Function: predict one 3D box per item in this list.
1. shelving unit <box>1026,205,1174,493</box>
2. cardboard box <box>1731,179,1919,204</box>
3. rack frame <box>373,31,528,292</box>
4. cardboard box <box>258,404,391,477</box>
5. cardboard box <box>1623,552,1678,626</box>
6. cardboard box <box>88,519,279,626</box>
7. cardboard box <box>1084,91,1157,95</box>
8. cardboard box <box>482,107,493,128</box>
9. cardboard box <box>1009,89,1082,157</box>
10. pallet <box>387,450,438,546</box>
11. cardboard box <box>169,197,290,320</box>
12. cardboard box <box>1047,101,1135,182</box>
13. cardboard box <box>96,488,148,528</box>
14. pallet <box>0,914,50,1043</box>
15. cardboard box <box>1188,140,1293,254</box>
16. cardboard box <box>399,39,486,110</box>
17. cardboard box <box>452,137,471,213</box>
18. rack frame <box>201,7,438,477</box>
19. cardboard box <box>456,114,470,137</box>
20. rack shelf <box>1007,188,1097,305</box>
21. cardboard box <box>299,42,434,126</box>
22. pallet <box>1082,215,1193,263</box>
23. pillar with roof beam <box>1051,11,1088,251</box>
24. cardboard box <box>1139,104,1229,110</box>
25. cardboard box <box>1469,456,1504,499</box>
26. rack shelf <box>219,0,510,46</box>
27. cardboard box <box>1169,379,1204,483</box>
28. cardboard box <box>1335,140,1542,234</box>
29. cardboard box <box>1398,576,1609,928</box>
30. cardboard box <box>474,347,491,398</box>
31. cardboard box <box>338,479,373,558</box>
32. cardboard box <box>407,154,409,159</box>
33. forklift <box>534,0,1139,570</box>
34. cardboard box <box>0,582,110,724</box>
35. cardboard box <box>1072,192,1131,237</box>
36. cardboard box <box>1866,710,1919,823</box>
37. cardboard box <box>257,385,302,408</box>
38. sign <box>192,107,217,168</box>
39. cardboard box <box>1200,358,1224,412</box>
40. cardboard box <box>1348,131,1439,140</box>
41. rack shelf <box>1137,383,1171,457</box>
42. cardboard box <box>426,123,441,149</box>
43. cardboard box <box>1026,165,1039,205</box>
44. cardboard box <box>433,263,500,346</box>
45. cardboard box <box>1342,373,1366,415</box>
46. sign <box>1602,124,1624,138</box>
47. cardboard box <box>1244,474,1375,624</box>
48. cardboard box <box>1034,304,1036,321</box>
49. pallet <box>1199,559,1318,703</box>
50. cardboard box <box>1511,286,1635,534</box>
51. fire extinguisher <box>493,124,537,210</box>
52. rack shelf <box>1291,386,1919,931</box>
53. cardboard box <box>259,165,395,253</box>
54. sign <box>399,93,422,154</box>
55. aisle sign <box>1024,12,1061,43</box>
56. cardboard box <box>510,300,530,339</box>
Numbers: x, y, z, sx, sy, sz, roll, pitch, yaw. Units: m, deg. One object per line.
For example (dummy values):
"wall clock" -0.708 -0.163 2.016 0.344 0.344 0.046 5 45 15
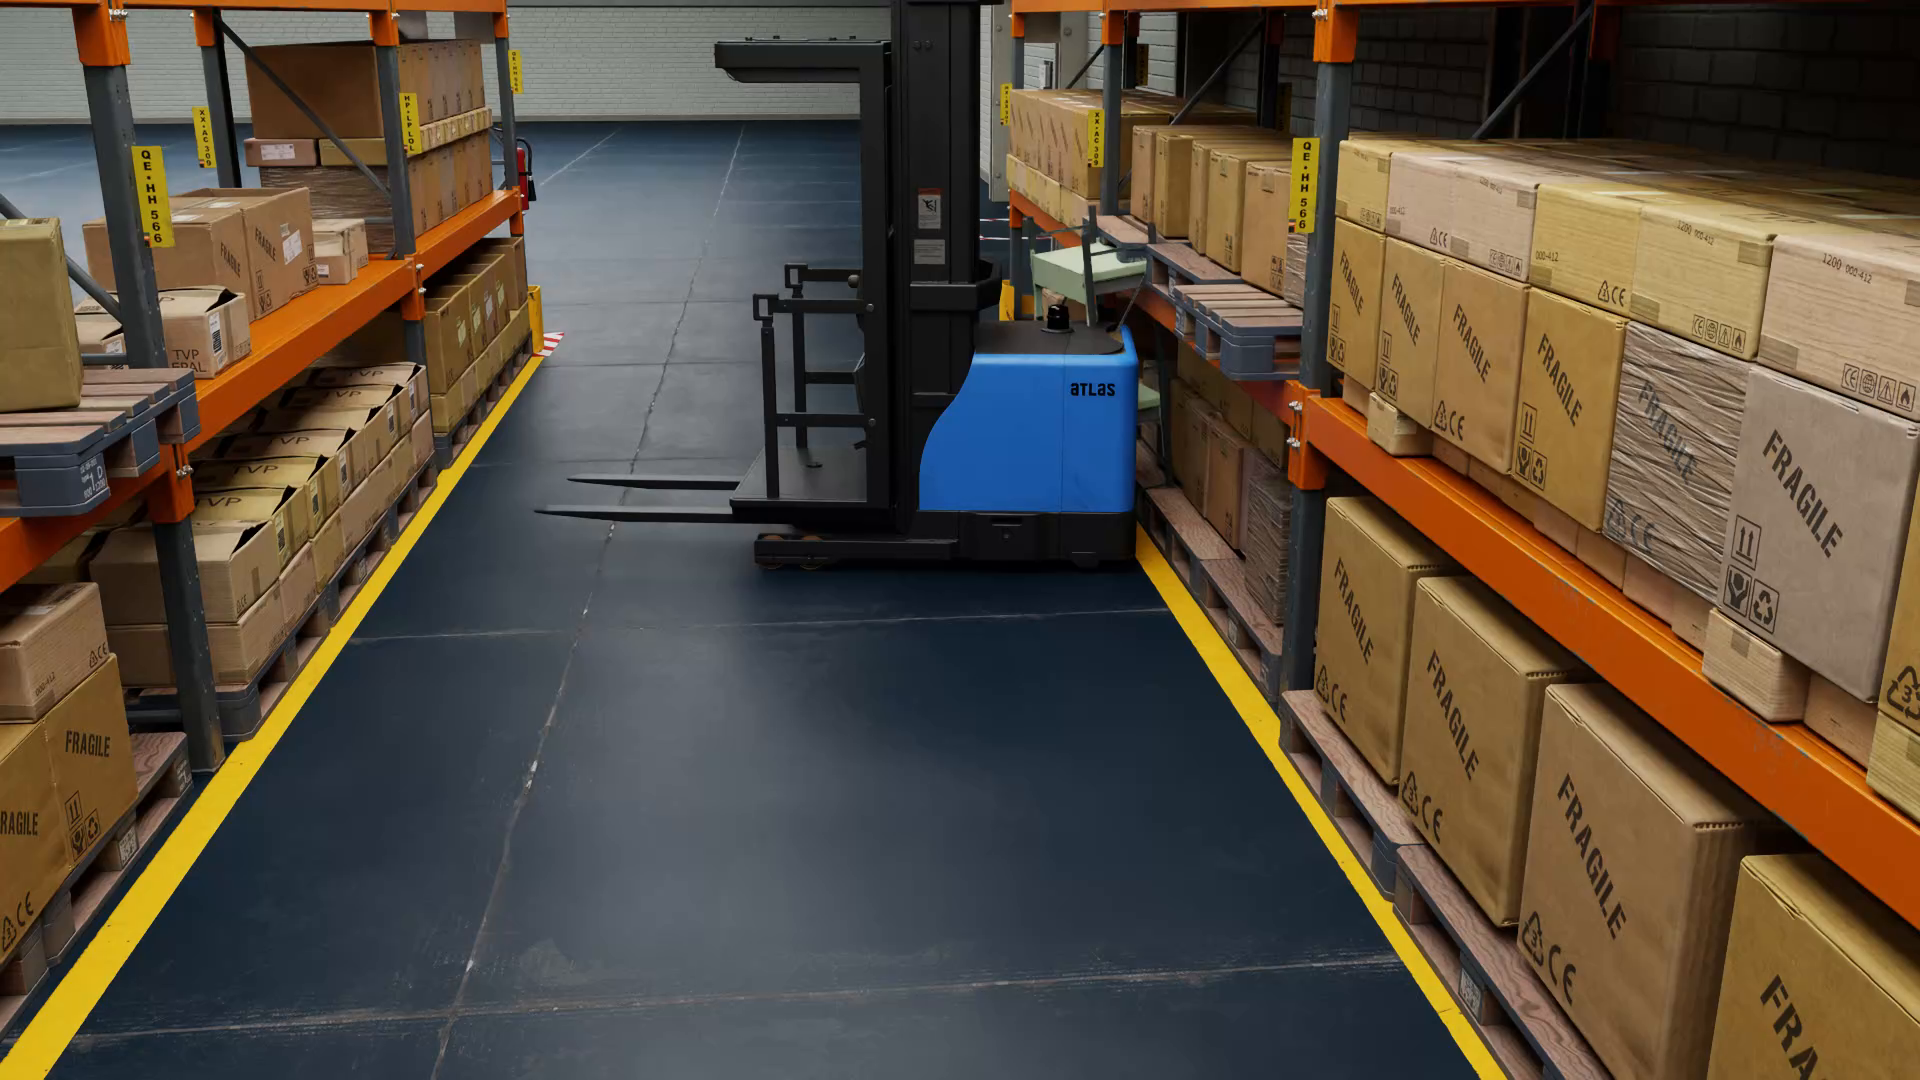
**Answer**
"shelving unit" 0.754 -0.972 8.930 0.431 1.500 0.755 -13 21 -16
"cardboard box" 2.201 -0.714 3.993 0.500 0.250 0.500 -2 18 -7
"rack frame" -4.009 -2.972 13.136 1.000 3.000 0.127 -2 18 -6
"cardboard box" -3.160 -0.521 8.282 0.500 0.311 0.500 -2 18 -6
"cardboard box" 1.752 0.087 3.777 0.380 0.149 0.250 -2 18 -7
"cardboard box" -2.945 0.090 6.335 0.500 0.311 0.500 -1 17 -4
"cardboard box" 1.220 -3.138 12.629 0.500 0.500 0.500 -2 17 -5
"cardboard box" -3.780 -3.221 12.680 0.380 0.149 0.250 -2 18 -7
"cardboard box" 0.669 -3.270 13.052 0.500 0.500 0.500 -2 18 -6
"pallet" -3.481 -0.232 9.062 1.003 0.211 1.213 -2 18 -6
"cardboard box" -3.427 -1.293 7.619 0.500 0.500 0.500 -2 18 -6
"cardboard box" 0.876 -2.660 11.109 0.500 0.500 0.500 -2 18 -7
"cardboard box" -3.543 -0.048 6.775 0.500 0.311 0.500 -2 18 -6
"pallet" -3.021 1.328 4.094 1.003 0.211 1.213 -2 18 -6
"cardboard box" 1.499 -1.677 8.111 0.700 0.500 0.500 1 17 2
"cardboard box" -3.968 -3.484 12.432 0.700 0.500 0.500 -2 18 -5
"cardboard box" -3.869 -2.576 11.707 0.700 0.500 0.500 -2 18 -5
"rack frame" -3.596 -1.780 9.340 1.000 3.000 0.127 -2 18 -6
"cardboard box" -3.674 -2.914 11.701 0.380 0.149 0.250 -1 17 -4
"rack shelf" 1.125 -2.187 11.837 1.077 0.370 4.000 -2 18 -6
"cardboard box" -3.752 -2.879 10.506 0.700 0.500 0.500 -2 18 -6
"pallet" 1.265 -1.611 9.120 1.003 0.211 1.213 -2 18 -6
"pillar with roof beam" -3.050 -7.461 17.420 9.100 9.000 0.400 -2 18 -6
"cardboard box" 1.441 -2.531 10.696 0.500 0.500 0.500 -2 18 -6
"cardboard box" 1.692 -0.222 4.762 0.380 0.149 0.250 -1 17 -4
"rack shelf" -3.802 -3.464 10.897 1.077 0.370 4.000 -2 18 -6
"cardboard box" 1.527 -0.581 8.957 0.700 0.500 0.500 -2 18 -7
"cardboard box" 1.537 -1.148 5.377 0.500 0.250 0.500 -1 17 -4
"cardboard box" 1.773 0.567 4.752 0.750 0.750 0.750 -2 18 -6
"cardboard box" -3.435 -1.115 11.109 0.500 0.250 0.500 -2 18 -6
"cardboard box" -3.110 -0.099 7.875 0.500 0.250 0.500 -1 17 -5
"cardboard box" -3.457 -2.298 9.740 0.380 0.149 0.250 -2 17 -5
"forklift" -0.625 -1.408 8.269 3.031 2.935 1.130 1 17 3
"cardboard box" -2.844 0.324 4.823 0.500 0.250 0.500 -1 17 -4
"cardboard box" 0.981 -2.004 10.270 0.500 0.250 0.500 -2 18 -6
"cardboard box" 1.790 0.393 2.804 0.380 0.149 0.250 -1 17 -5
"cardboard box" -3.755 -0.656 8.713 0.500 0.311 0.500 -2 18 -6
"sign" -4.148 -2.214 9.143 0.100 0.325 0.005 -2 18 -6
"cardboard box" 1.530 -0.805 8.419 0.500 0.250 0.500 -2 18 -7
"cardboard box" 1.630 -1.507 6.485 0.380 0.149 0.250 -5 18 -15
"rack shelf" 0.791 -0.669 9.045 0.431 0.370 0.720 -13 21 -16
"cardboard box" -3.568 -2.607 10.725 0.380 0.149 0.250 -2 18 -7
"cardboard box" 0.767 -2.603 12.177 0.500 0.250 0.500 -2 18 -7
"cardboard box" -3.489 -1.621 11.471 0.500 0.500 0.500 -2 18 -6
"cardboard box" 1.547 -0.527 5.735 0.380 0.149 0.250 -2 18 -6
"sign" 2.295 -1.313 5.919 0.100 0.325 0.005 -2 18 -6
"cardboard box" 1.617 0.027 7.022 0.700 0.500 0.500 -2 17 -5
"cardboard box" 0.900 -1.844 13.299 0.500 0.311 0.500 -4 18 -12
"pallet" 1.664 0.355 7.195 1.003 0.211 1.213 -2 18 -6
"cardboard box" 1.695 -0.330 4.024 0.500 0.500 0.500 -1 17 -4
"fire extinguisher" -3.559 -2.985 13.306 0.296 0.674 0.183 -2 18 -6
"rack shelf" 1.950 0.196 4.245 1.077 0.370 4.000 -2 18 -6
"cardboard box" -3.648 -1.960 9.746 0.700 0.500 0.500 -2 18 -7
"sign" -3.057 -2.315 9.241 0.100 0.325 0.005 -2 18 -6
"aisle sign" 0.612 -4.379 13.277 0.394 0.787 0.004 -2 18 -6
"cardboard box" -3.659 -1.710 13.005 0.500 0.250 0.500 -2 18 -6
